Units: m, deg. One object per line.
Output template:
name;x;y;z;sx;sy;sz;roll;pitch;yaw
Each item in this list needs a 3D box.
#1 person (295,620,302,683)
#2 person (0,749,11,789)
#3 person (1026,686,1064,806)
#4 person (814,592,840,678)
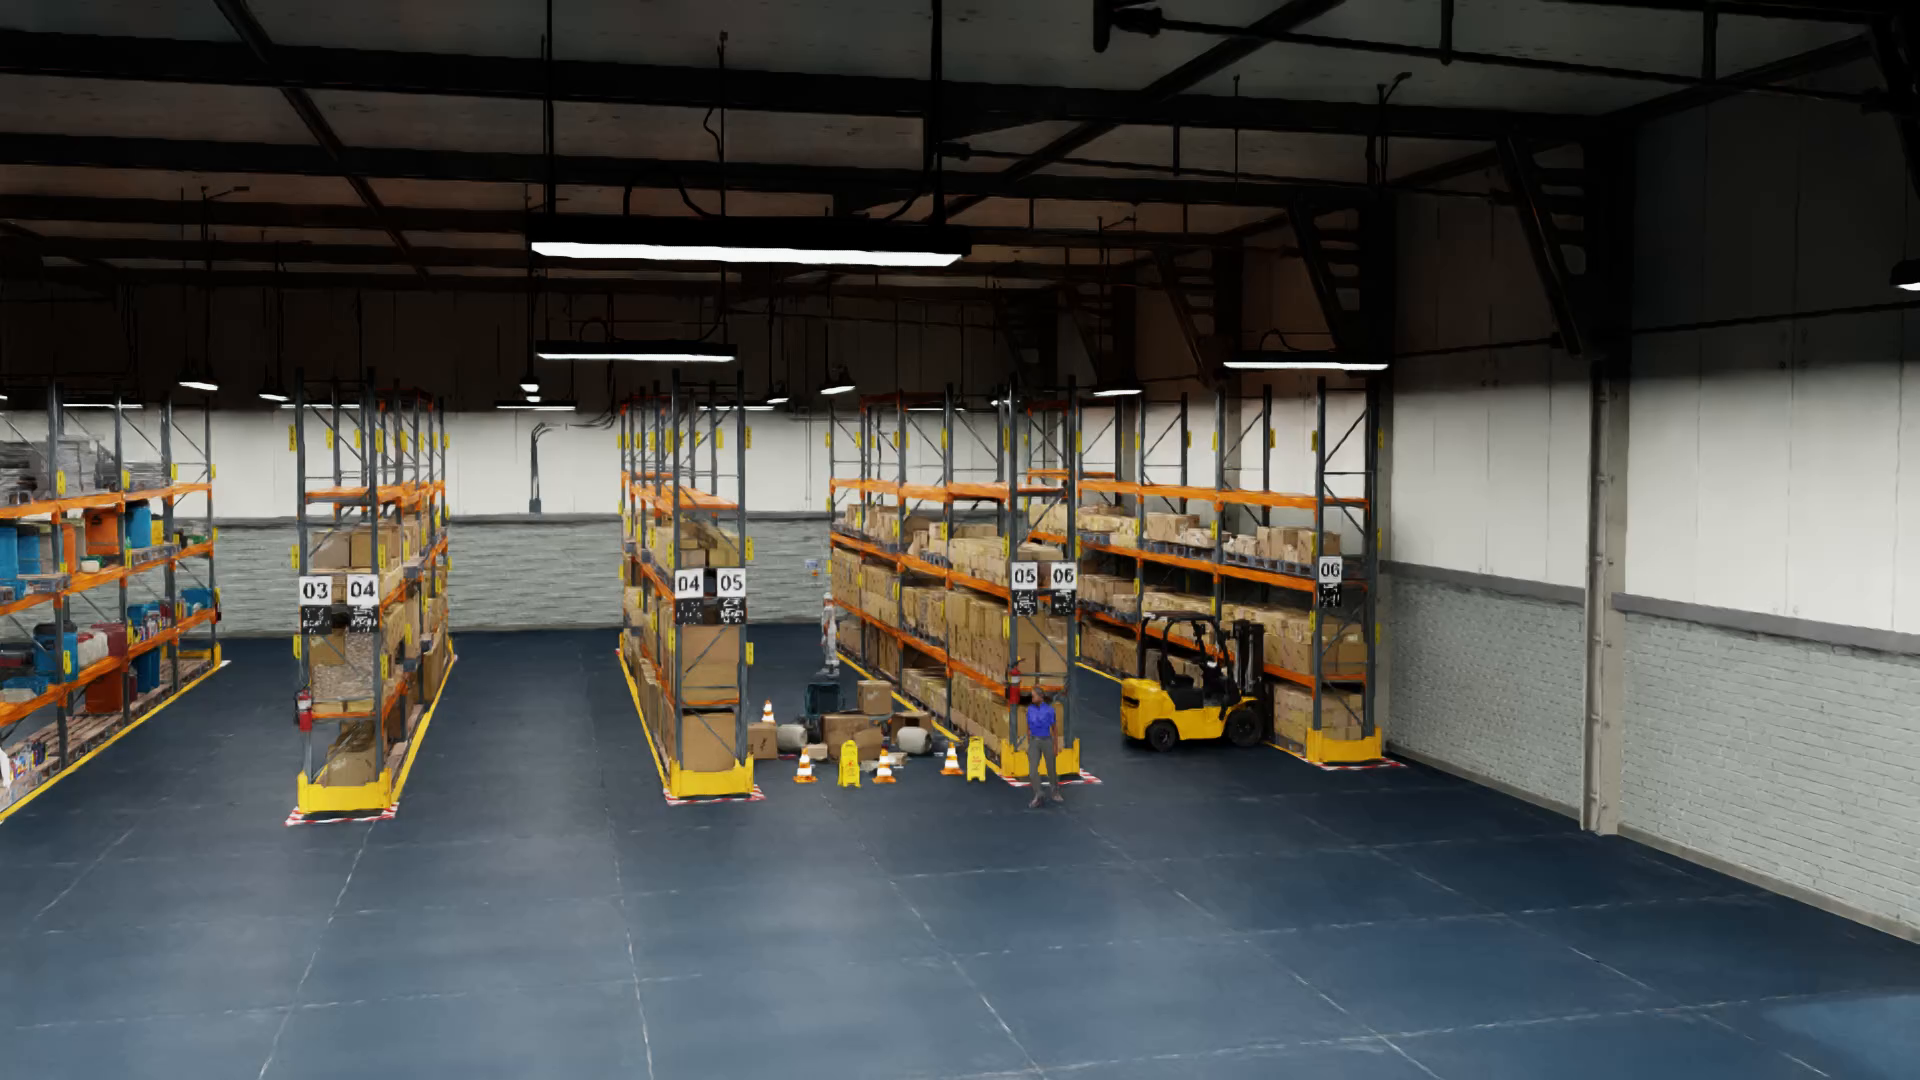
person;-13.363;2.156;34.196;0.592;1.629;0.526;-1;4;-15
person;-11.961;2.987;20.226;0.636;1.616;0.814;-1;3;-9
person;1.163;2.818;22.946;0.498;1.647;0.554;2;4;25
person;-2.817;1.998;35.173;0.569;1.785;0.664;0;3;3
